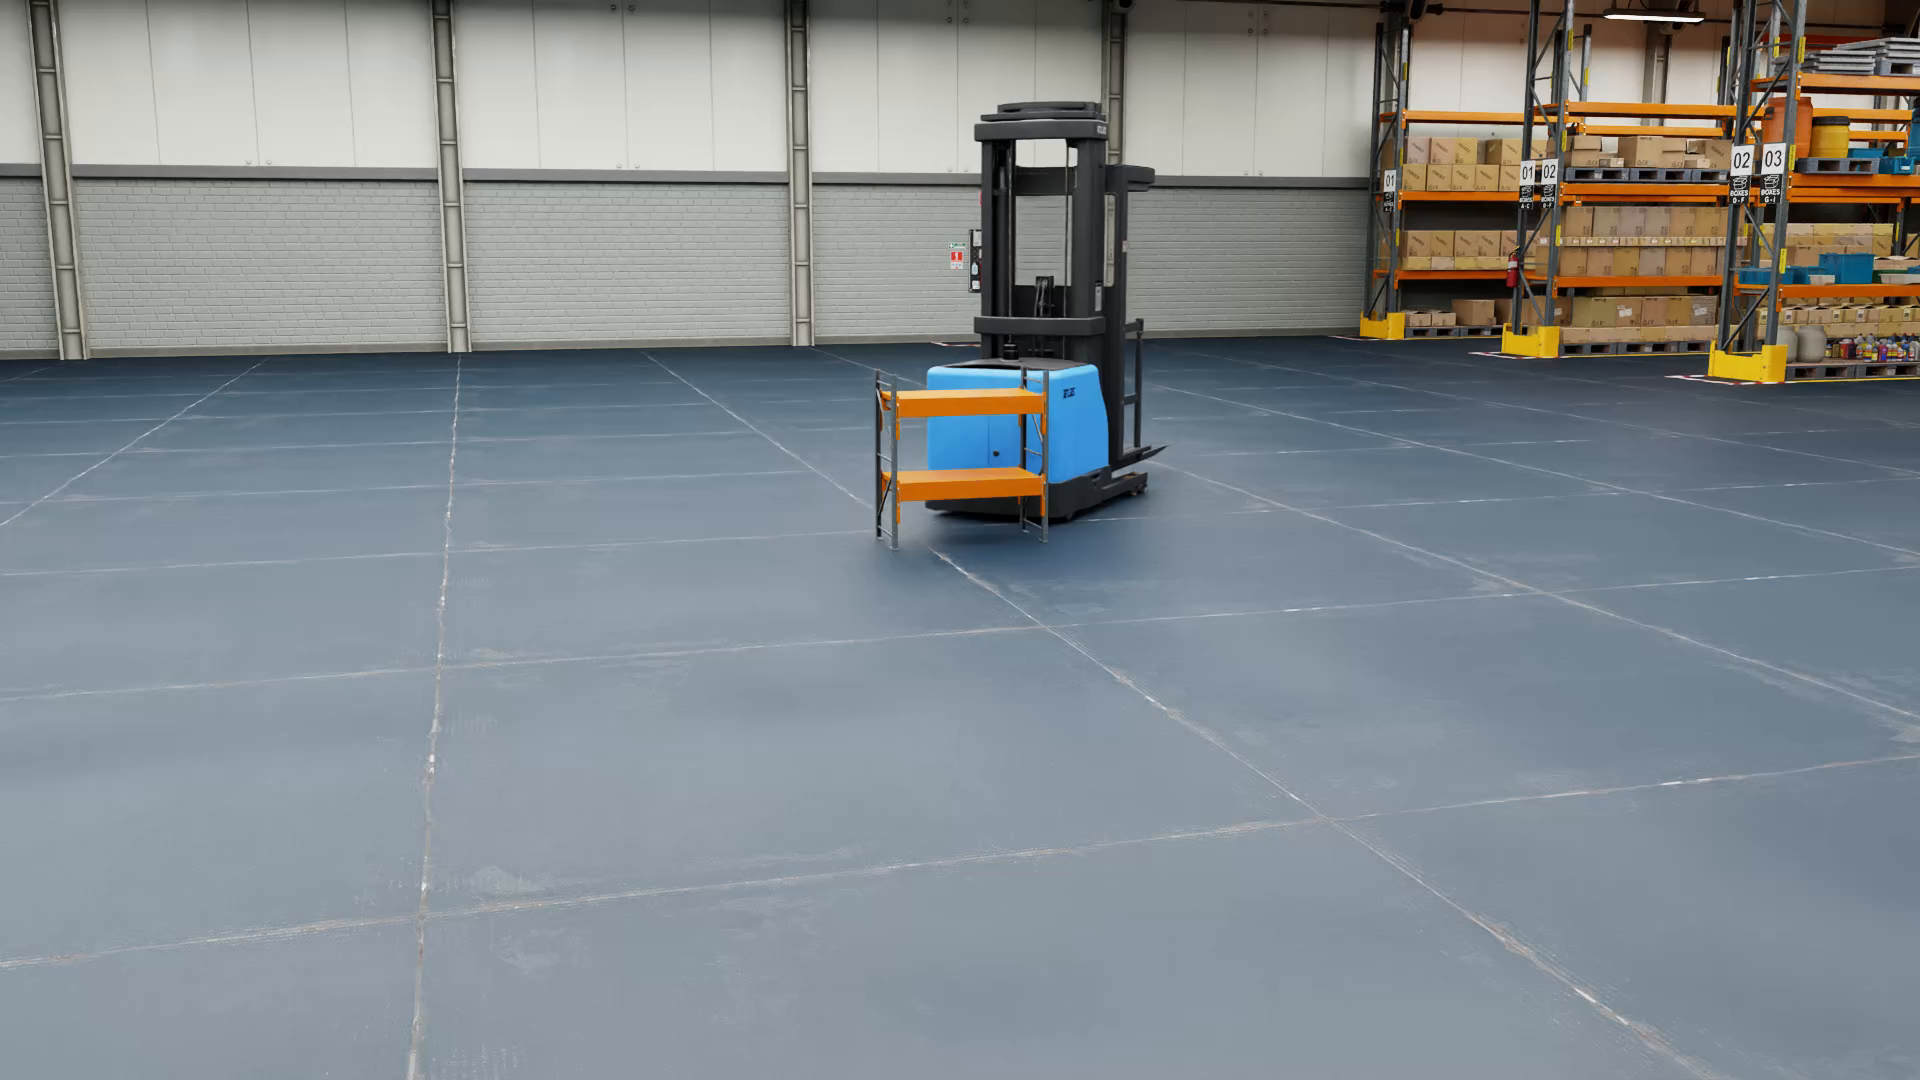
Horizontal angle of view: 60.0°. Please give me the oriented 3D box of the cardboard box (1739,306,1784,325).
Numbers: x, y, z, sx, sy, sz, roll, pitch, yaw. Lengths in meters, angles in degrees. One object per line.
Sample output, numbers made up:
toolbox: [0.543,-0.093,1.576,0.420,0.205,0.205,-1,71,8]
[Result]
cardboard box: [13.908,-3.904,28.855,0.500,0.311,0.500,-3,11,-16]

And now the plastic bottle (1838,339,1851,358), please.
plastic bottle: [12.872,-2.787,24.208,0.135,0.276,0.152,-3,11,-16]

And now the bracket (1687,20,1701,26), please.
bracket: [14.901,-10.625,33.962,0.430,0.232,0.235,-3,11,-16]

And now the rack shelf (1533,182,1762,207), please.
rack shelf: [11.521,-5.817,28.060,4.000,0.370,1.077,-3,11,-16]

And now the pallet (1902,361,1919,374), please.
pallet: [14.166,-2.537,24.245,1.213,0.211,1.003,-3,11,-16]

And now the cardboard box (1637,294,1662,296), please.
cardboard box: [11.948,-4.000,28.853,0.500,0.500,0.500,-3,11,-16]

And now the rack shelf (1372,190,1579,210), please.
rack shelf: [10.133,-6.678,32.737,4.000,0.370,1.077,-3,11,-16]

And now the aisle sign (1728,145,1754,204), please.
aisle sign: [10.830,-5.059,23.064,0.004,0.787,0.394,-3,11,-16]

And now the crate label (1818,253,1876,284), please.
crate label: [12.673,-3.890,23.797,0.616,0.435,0.502,-3,11,-16]

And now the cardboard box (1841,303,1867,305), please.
cardboard box: [16.195,-4.126,30.057,0.500,0.311,0.500,-3,11,-17]

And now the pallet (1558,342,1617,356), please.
pallet: [10.323,-3.269,28.219,1.213,0.211,1.003,-3,11,-16]

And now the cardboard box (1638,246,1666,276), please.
cardboard box: [11.538,-4.744,28.252,0.500,0.500,0.700,-3,11,-14]

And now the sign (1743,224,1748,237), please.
sign: [16.054,-6.297,33.985,0.005,0.325,0.100,-3,11,-16]

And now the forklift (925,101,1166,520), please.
forklift: [0.825,-1.805,12.758,1.130,2.935,3.031,5,11,24]

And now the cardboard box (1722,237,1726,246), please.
cardboard box: [13.002,-5.102,28.406,0.250,0.149,0.380,-3,11,-17]

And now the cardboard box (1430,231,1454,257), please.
cardboard box: [9.232,-5.755,32.311,0.500,0.500,0.500,-3,11,-16]

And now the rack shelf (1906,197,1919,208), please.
rack shelf: [19.202,-6.222,30.260,4.000,0.370,1.077,-3,11,-16]

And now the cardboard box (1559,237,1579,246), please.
cardboard box: [10.038,-4.945,27.554,0.250,0.149,0.380,-3,11,-16]

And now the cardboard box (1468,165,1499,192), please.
cardboard box: [10.135,-7.042,32.395,0.500,0.500,0.500,-2,11,-12]

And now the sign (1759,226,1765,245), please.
sign: [13.598,-5.165,28.207,0.005,0.325,0.100,-3,11,-16]

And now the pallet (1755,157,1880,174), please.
pallet: [11.803,-5.140,22.919,1.213,0.211,1.003,-3,11,-16]

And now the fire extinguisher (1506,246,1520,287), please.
fire extinguisher: [9.357,-4.631,28.130,0.183,0.674,0.296,-3,11,-16]

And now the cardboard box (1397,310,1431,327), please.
cardboard box: [8.902,-4.369,32.703,0.500,0.311,0.500,-4,11,-22]

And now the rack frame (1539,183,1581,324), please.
rack frame: [12.053,-5.658,33.493,0.127,3.000,1.000,-3,11,-16]

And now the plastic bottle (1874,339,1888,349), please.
plastic bottle: [13.407,-2.788,24.213,0.135,0.276,0.152,-3,11,-16]

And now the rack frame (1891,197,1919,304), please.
rack frame: [17.282,-4.999,29.916,0.127,3.000,1.000,-3,11,-16]

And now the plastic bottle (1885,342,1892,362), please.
plastic bottle: [13.139,-2.662,23.544,0.097,0.271,0.097,0,10,0]

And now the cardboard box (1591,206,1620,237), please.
cardboard box: [10.607,-5.333,27.871,0.500,0.500,0.700,-3,11,-17]

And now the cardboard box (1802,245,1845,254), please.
cardboard box: [15.170,-4.934,29.286,0.500,0.500,0.500,-3,11,-16]

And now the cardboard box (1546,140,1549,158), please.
cardboard box: [11.648,-7.611,32.727,0.500,0.500,0.500,-4,11,-21]

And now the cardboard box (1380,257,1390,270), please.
cardboard box: [8.607,-5.449,32.717,0.500,0.250,0.500,-3,11,-15]

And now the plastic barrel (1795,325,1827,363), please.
plastic barrel: [12.073,-2.788,23.617,0.421,0.512,0.421,0,10,0]

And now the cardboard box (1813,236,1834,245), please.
cardboard box: [17.912,-6.123,34.868,0.500,0.500,0.500,-3,11,-14]

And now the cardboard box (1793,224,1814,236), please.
cardboard box: [17.396,-6.466,34.658,0.500,0.250,0.500,-3,11,-16]

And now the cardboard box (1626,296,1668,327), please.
cardboard box: [11.619,-3.881,28.207,0.500,0.500,0.500,-3,11,-16]

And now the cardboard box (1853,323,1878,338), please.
cardboard box: [15.867,-3.733,29.472,0.500,0.250,0.500,-3,11,-15]

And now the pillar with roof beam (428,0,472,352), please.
pillar with roof beam: [-7.436,-6.932,23.847,0.400,9.000,9.100,-3,11,-16]

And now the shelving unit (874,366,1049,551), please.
shelving unit: [0.006,-0.554,10.947,1.048,1.125,0.538,-3,11,-16]

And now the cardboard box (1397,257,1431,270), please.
cardboard box: [8.770,-5.361,32.240,0.500,0.250,0.500,-3,11,-18]

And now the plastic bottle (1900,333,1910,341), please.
plastic bottle: [13.931,-2.880,24.508,0.185,0.351,0.144,-3,11,-14]

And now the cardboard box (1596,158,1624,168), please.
cardboard box: [10.780,-6.250,27.574,0.250,0.149,0.380,-3,11,-16]

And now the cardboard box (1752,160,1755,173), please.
cardboard box: [14.036,-6.434,28.681,0.500,0.250,0.500,-2,11,-10]

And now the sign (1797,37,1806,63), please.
sign: [11.131,-6.485,21.994,0.005,0.325,0.100,-3,11,-16]

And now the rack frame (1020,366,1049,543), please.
rack frame: [0.495,-0.579,11.086,0.032,1.125,0.500,-3,11,-16]

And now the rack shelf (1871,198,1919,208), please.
rack shelf: [21.655,-7.285,36.036,4.000,0.370,1.077,-3,11,-16]

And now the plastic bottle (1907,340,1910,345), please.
plastic bottle: [13.603,-2.718,23.813,0.133,0.283,0.061,-3,11,-16]

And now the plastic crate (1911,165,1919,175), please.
plastic crate: [13.394,-5.129,23.068,0.396,0.136,0.243,-3,11,-16]

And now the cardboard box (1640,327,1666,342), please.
cardboard box: [11.618,-3.513,28.276,0.500,0.250,0.500,-3,11,-16]

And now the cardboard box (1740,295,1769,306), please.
cardboard box: [16.636,-5.024,34.828,0.750,0.750,0.750,-3,11,-17]

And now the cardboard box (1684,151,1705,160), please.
cardboard box: [12.366,-6.496,28.465,0.500,0.311,0.500,-4,11,-19]

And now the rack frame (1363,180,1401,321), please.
rack frame: [8.213,-5.455,32.394,0.127,3.000,1.000,-3,11,-16]

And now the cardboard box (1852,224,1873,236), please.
cardboard box: [18.864,-6.544,35.085,0.500,0.250,0.500,-3,11,-15]

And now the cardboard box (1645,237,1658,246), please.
cardboard box: [11.514,-5.022,27.976,0.250,0.149,0.380,-3,11,-15]

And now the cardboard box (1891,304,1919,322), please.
cardboard box: [16.848,-4.060,29.700,0.500,0.311,0.500,-3,11,-14]
